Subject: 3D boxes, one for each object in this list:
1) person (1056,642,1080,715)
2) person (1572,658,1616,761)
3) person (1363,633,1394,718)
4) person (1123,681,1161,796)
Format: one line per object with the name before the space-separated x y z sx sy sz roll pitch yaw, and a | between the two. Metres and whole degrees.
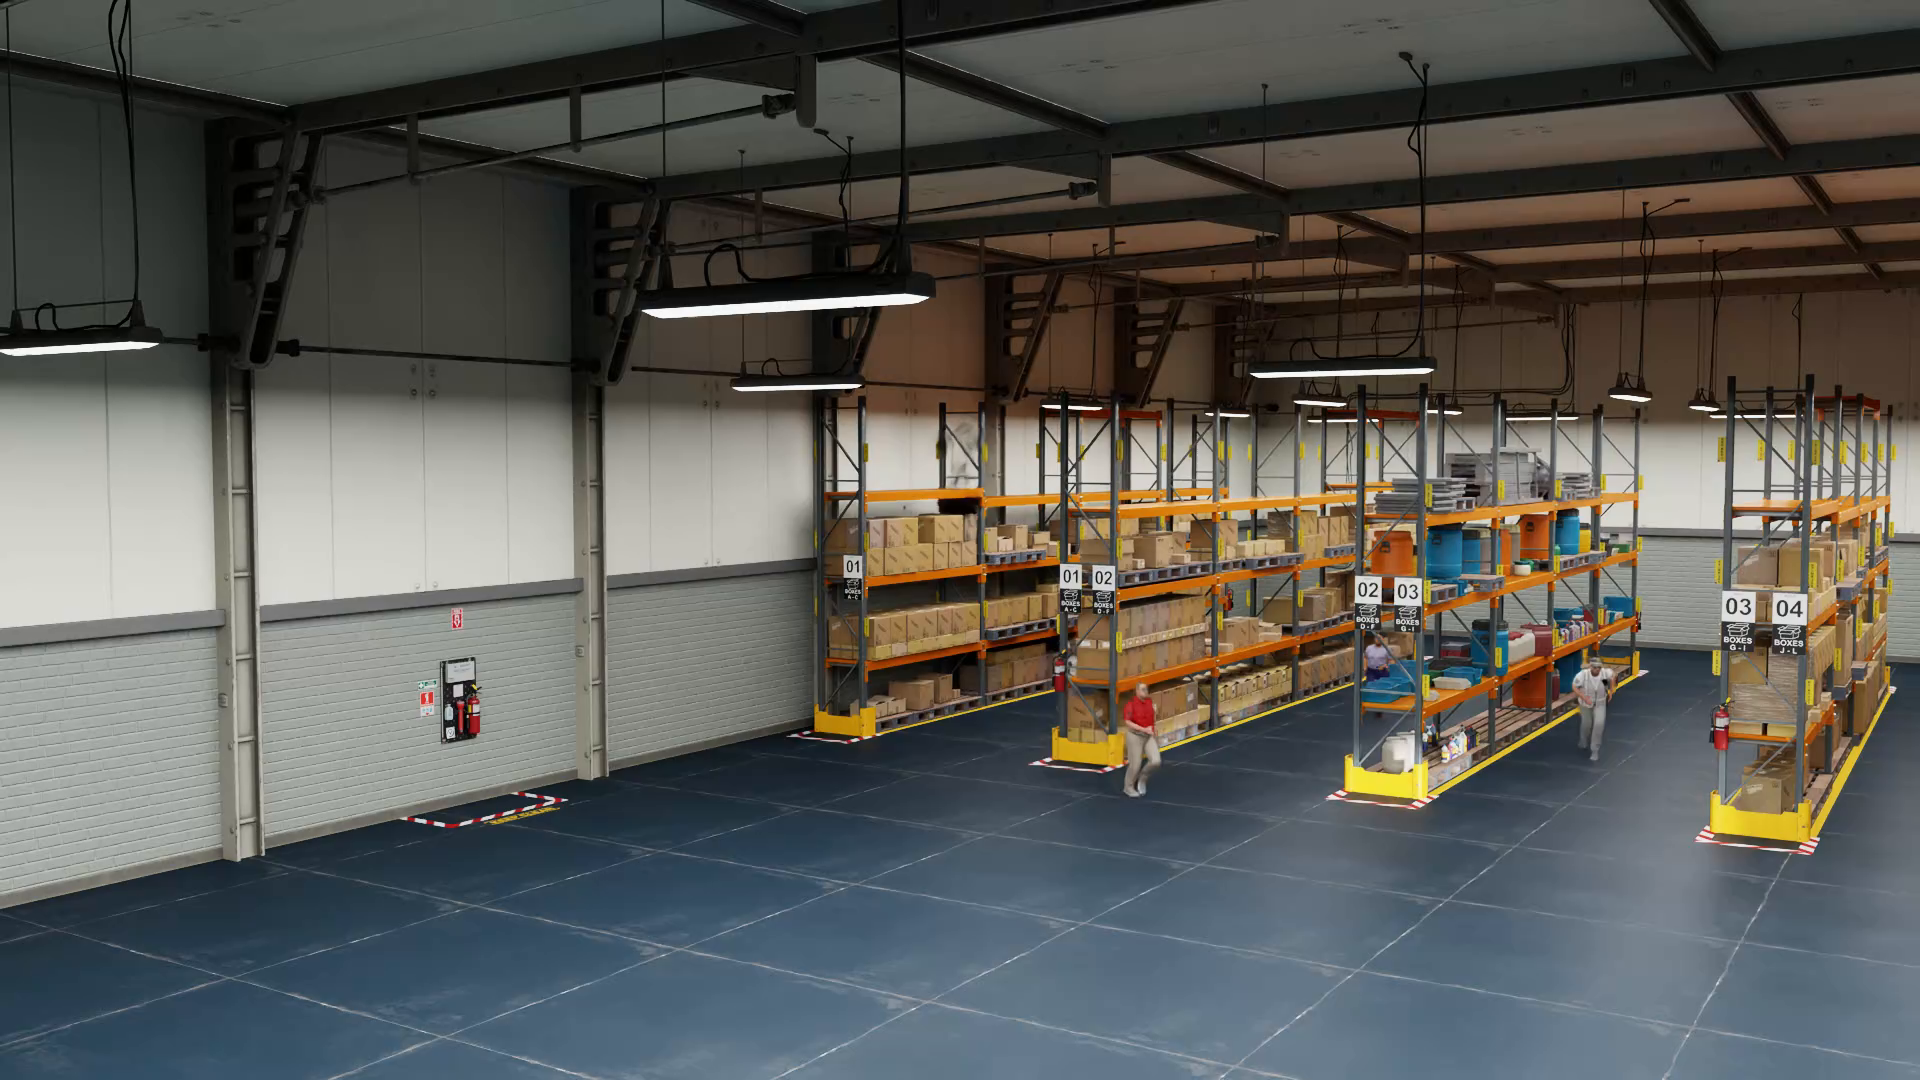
person | 1.896 2.622 29.453 0.560 1.663 0.574 2 3 31
person | 10.435 2.753 27.474 0.703 1.714 1.025 0 3 8
person | 7.873 2.556 31.393 0.600 1.608 0.539 1 3 21
person | 2.645 2.886 24.057 0.642 1.681 0.729 -2 4 -33
